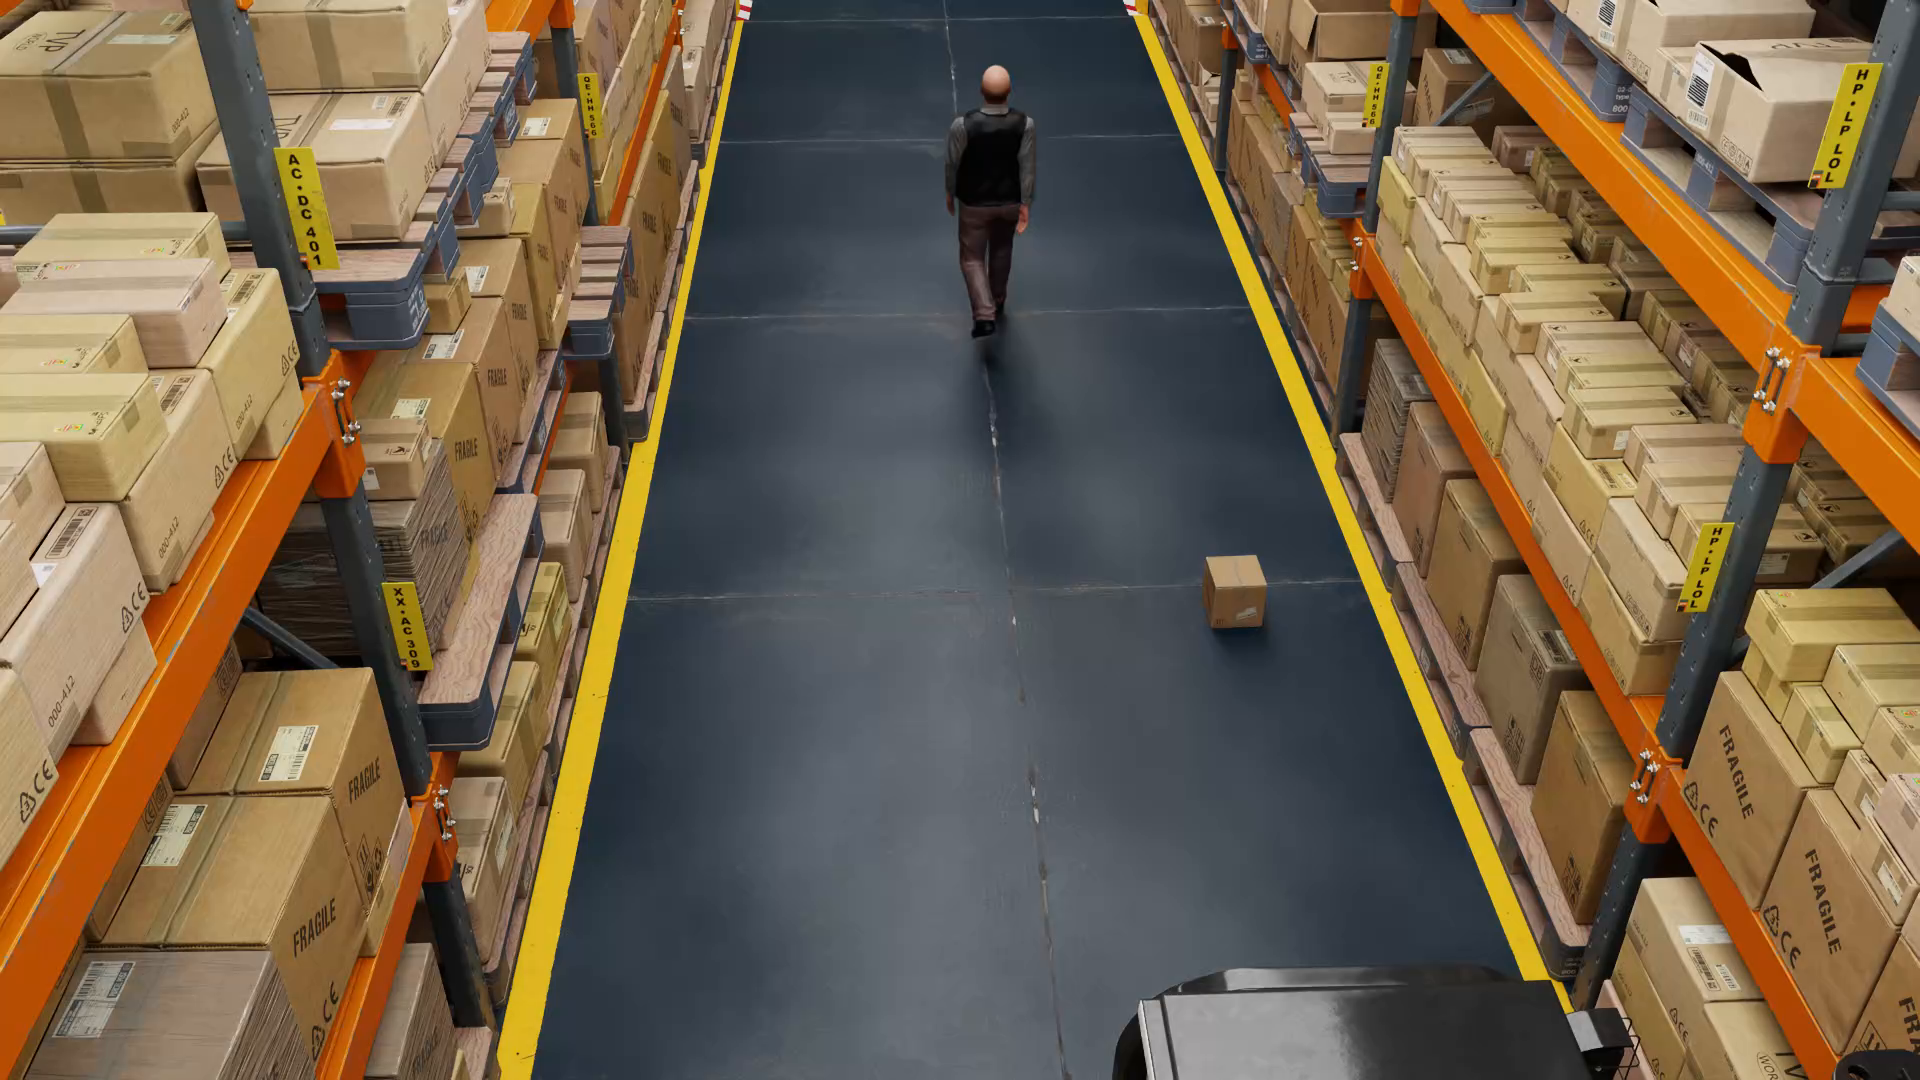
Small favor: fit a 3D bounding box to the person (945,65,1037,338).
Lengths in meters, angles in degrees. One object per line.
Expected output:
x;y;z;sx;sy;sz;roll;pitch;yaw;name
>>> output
0.178;-2.024;10.125;0.535;1.611;0.913;-6;35;-9;person
